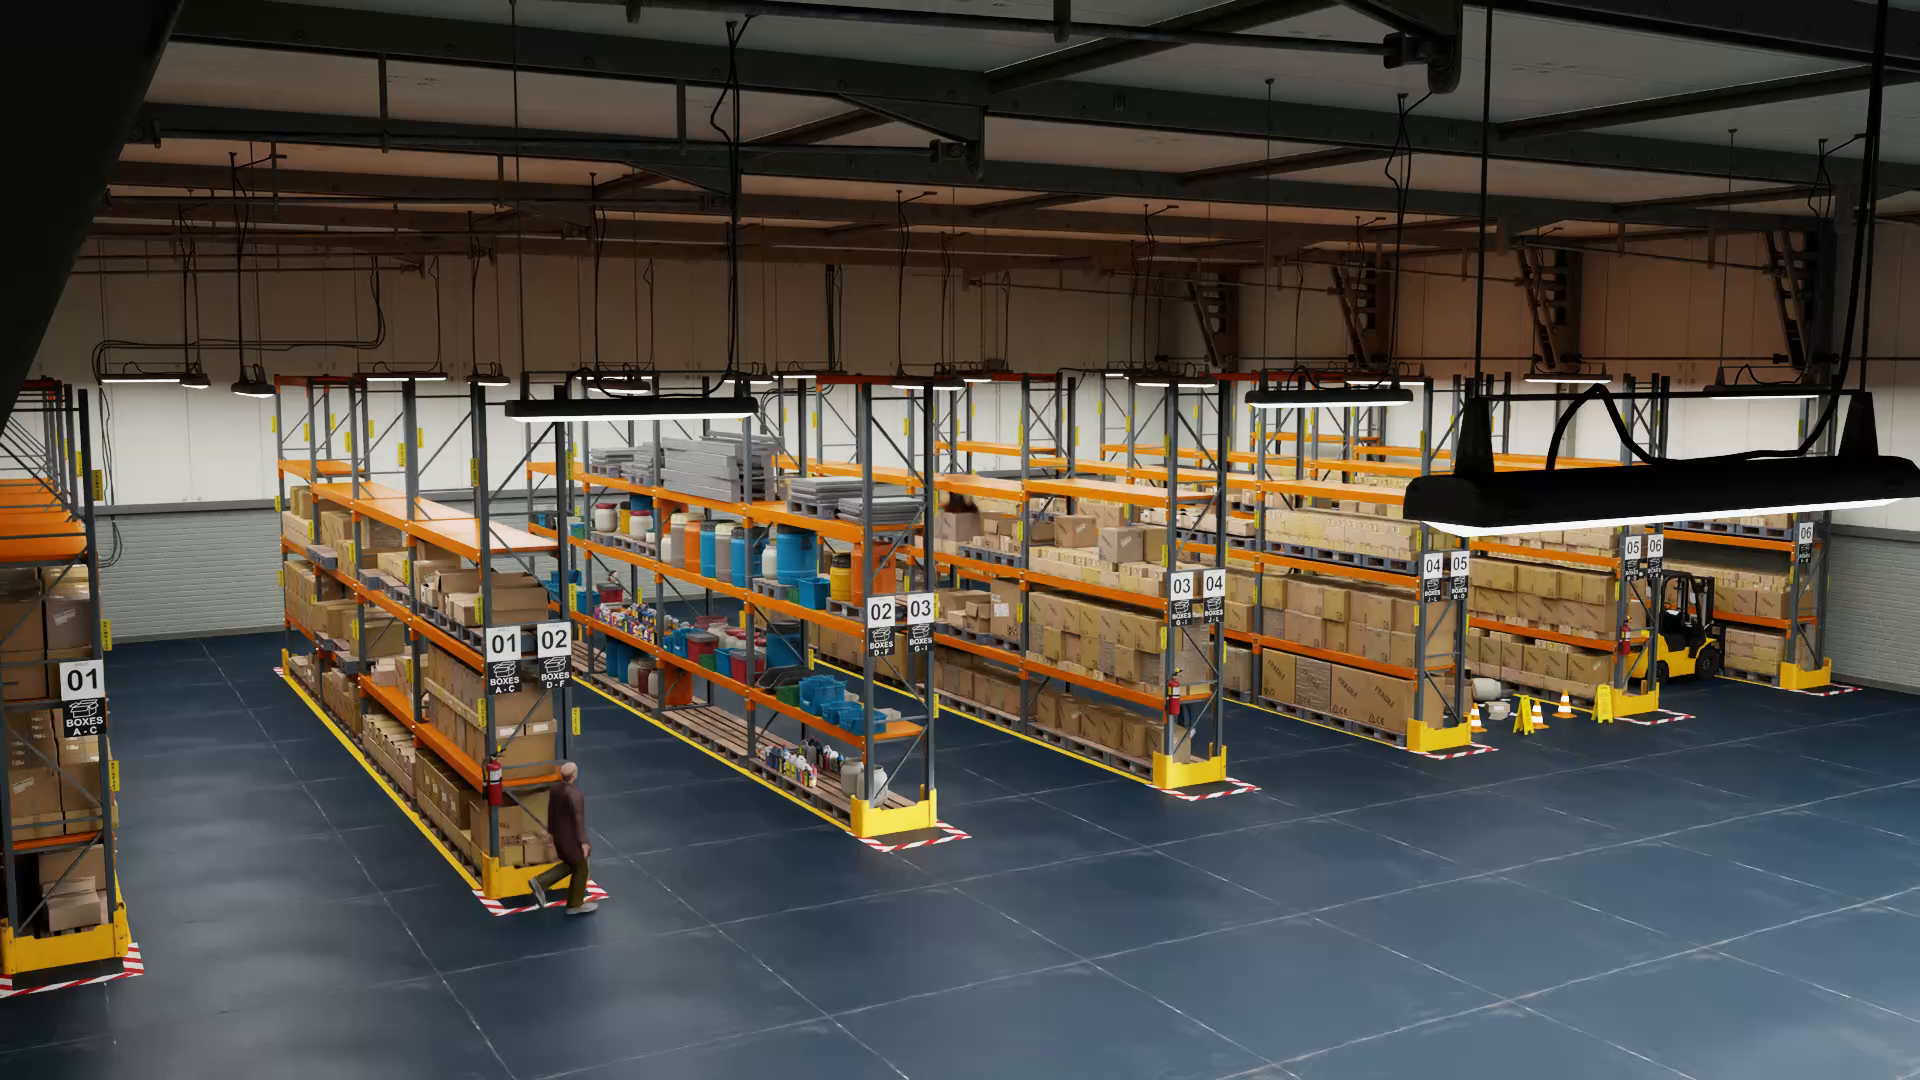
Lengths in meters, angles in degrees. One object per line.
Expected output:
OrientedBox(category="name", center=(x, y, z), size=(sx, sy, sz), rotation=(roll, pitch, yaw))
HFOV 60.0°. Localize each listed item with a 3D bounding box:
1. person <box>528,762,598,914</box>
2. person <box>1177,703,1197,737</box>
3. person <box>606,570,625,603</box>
OrientedBox(category="person", center=(-4.494, 3.391, 18.866), size=(0.719, 1.740, 0.626), rotation=(-4, 7, -31))
OrientedBox(category="person", center=(3.759, 2.473, 28.019), size=(0.518, 1.608, 0.396), rotation=(4, 8, 34))
OrientedBox(category="person", center=(-7.675, 1.487, 36.922), size=(0.594, 1.639, 0.575), rotation=(-6, 9, -43))
